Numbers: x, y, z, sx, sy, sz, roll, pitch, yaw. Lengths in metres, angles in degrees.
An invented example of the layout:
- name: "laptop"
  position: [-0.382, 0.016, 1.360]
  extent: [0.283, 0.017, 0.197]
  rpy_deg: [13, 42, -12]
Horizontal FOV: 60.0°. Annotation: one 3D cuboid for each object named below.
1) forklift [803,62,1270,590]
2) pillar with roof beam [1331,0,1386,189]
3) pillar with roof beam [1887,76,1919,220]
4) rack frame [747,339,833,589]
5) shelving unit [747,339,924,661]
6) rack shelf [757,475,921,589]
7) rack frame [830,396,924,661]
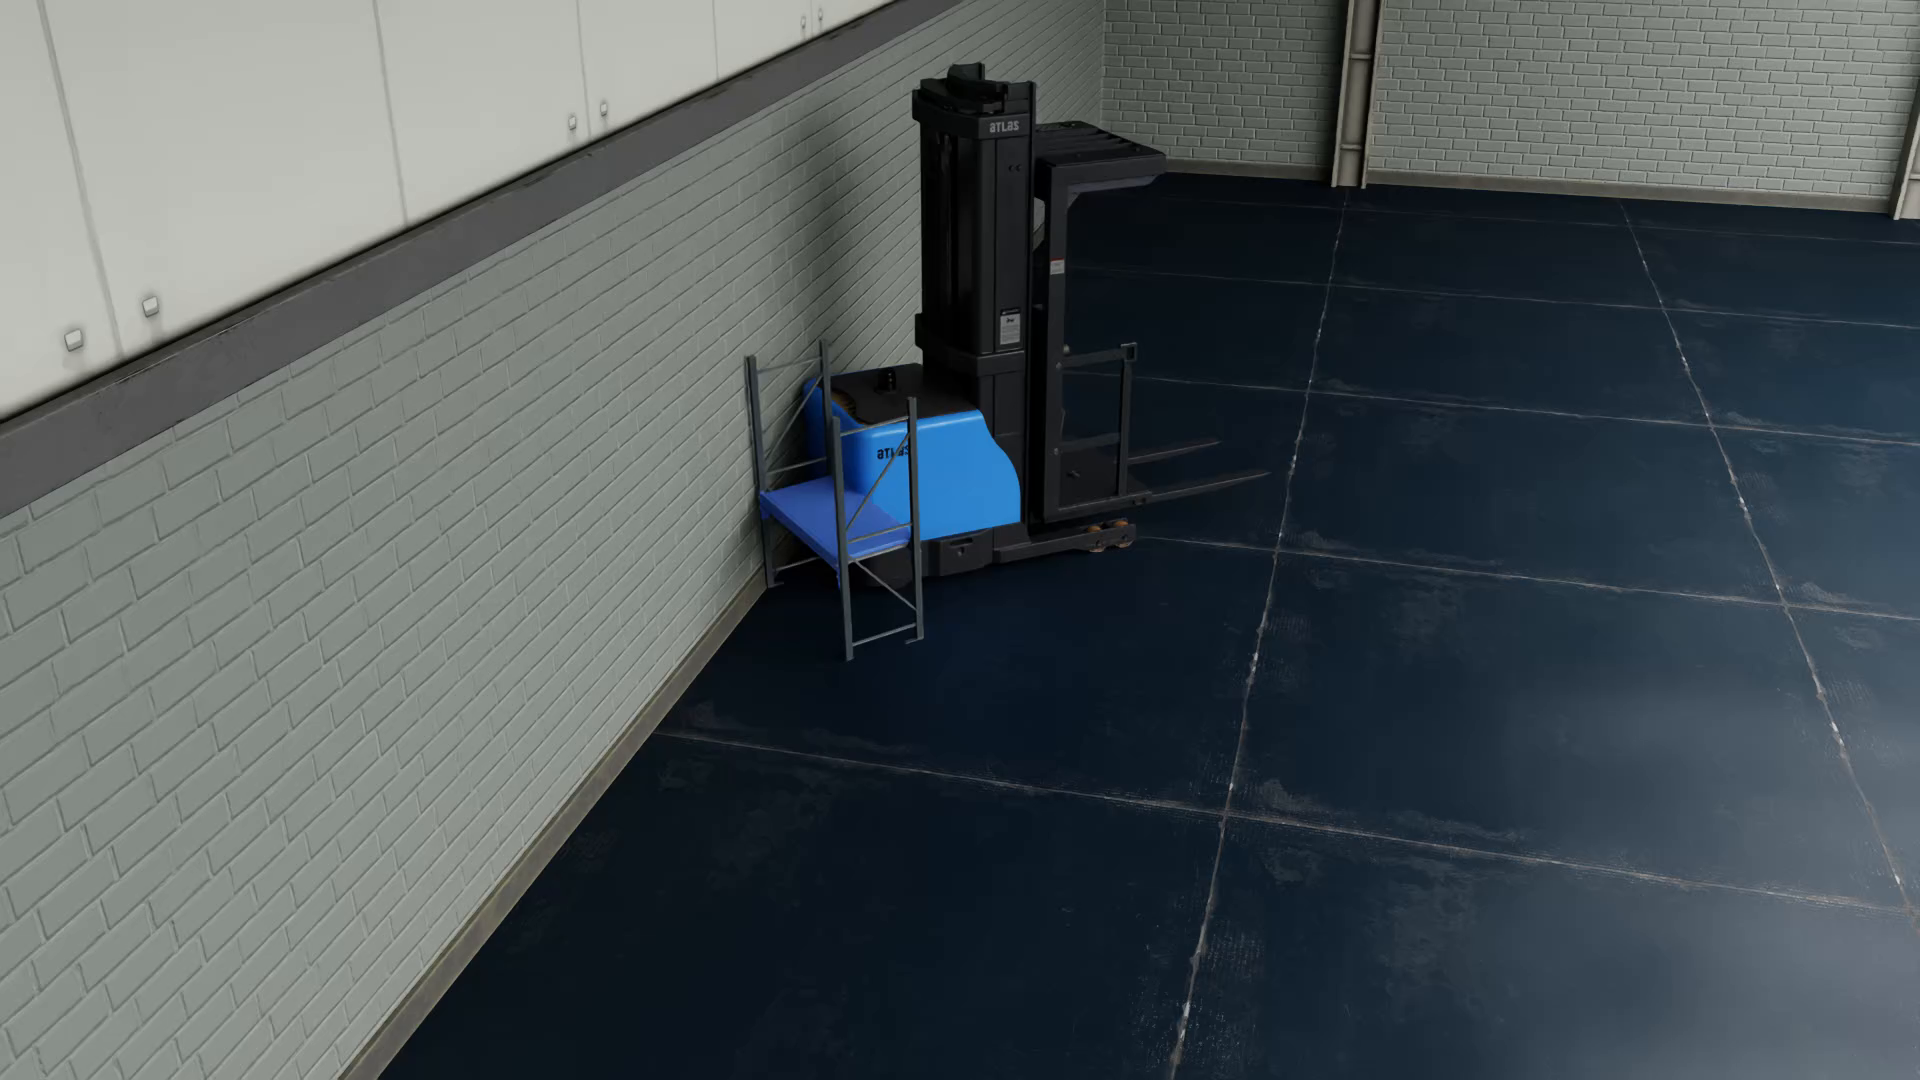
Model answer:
- name: "forklift"
  position: [0.571, -1.436, 10.356]
  extent: [3.031, 2.935, 1.130]
  rpy_deg: [-11, 28, -22]
- name: "pillar with roof beam"
  position: [3.487, -6.441, 13.809]
  extent: [0.400, 9.000, 9.100]
  rpy_deg: [6, 26, 13]
- name: "pillar with roof beam"
  position: [9.298, -5.798, 12.460]
  extent: [0.400, 9.000, 9.100]
  rpy_deg: [6, 26, 13]
- name: "rack frame"
  position: [-0.973, -0.436, 9.870]
  extent: [0.500, 1.500, 0.032]
  rpy_deg: [-17, 32, -27]
- name: "shelving unit"
  position: [-0.708, -0.236, 9.485]
  extent: [0.538, 1.500, 1.048]
  rpy_deg: [-17, 32, -27]
- name: "rack shelf"
  position: [-0.705, -0.077, 9.570]
  extent: [0.538, 0.185, 1.000]
  rpy_deg: [-17, 32, -27]
- name: "rack frame"
  position: [-0.443, -0.035, 9.101]
  extent: [0.500, 1.500, 0.032]
  rpy_deg: [-17, 32, -27]
